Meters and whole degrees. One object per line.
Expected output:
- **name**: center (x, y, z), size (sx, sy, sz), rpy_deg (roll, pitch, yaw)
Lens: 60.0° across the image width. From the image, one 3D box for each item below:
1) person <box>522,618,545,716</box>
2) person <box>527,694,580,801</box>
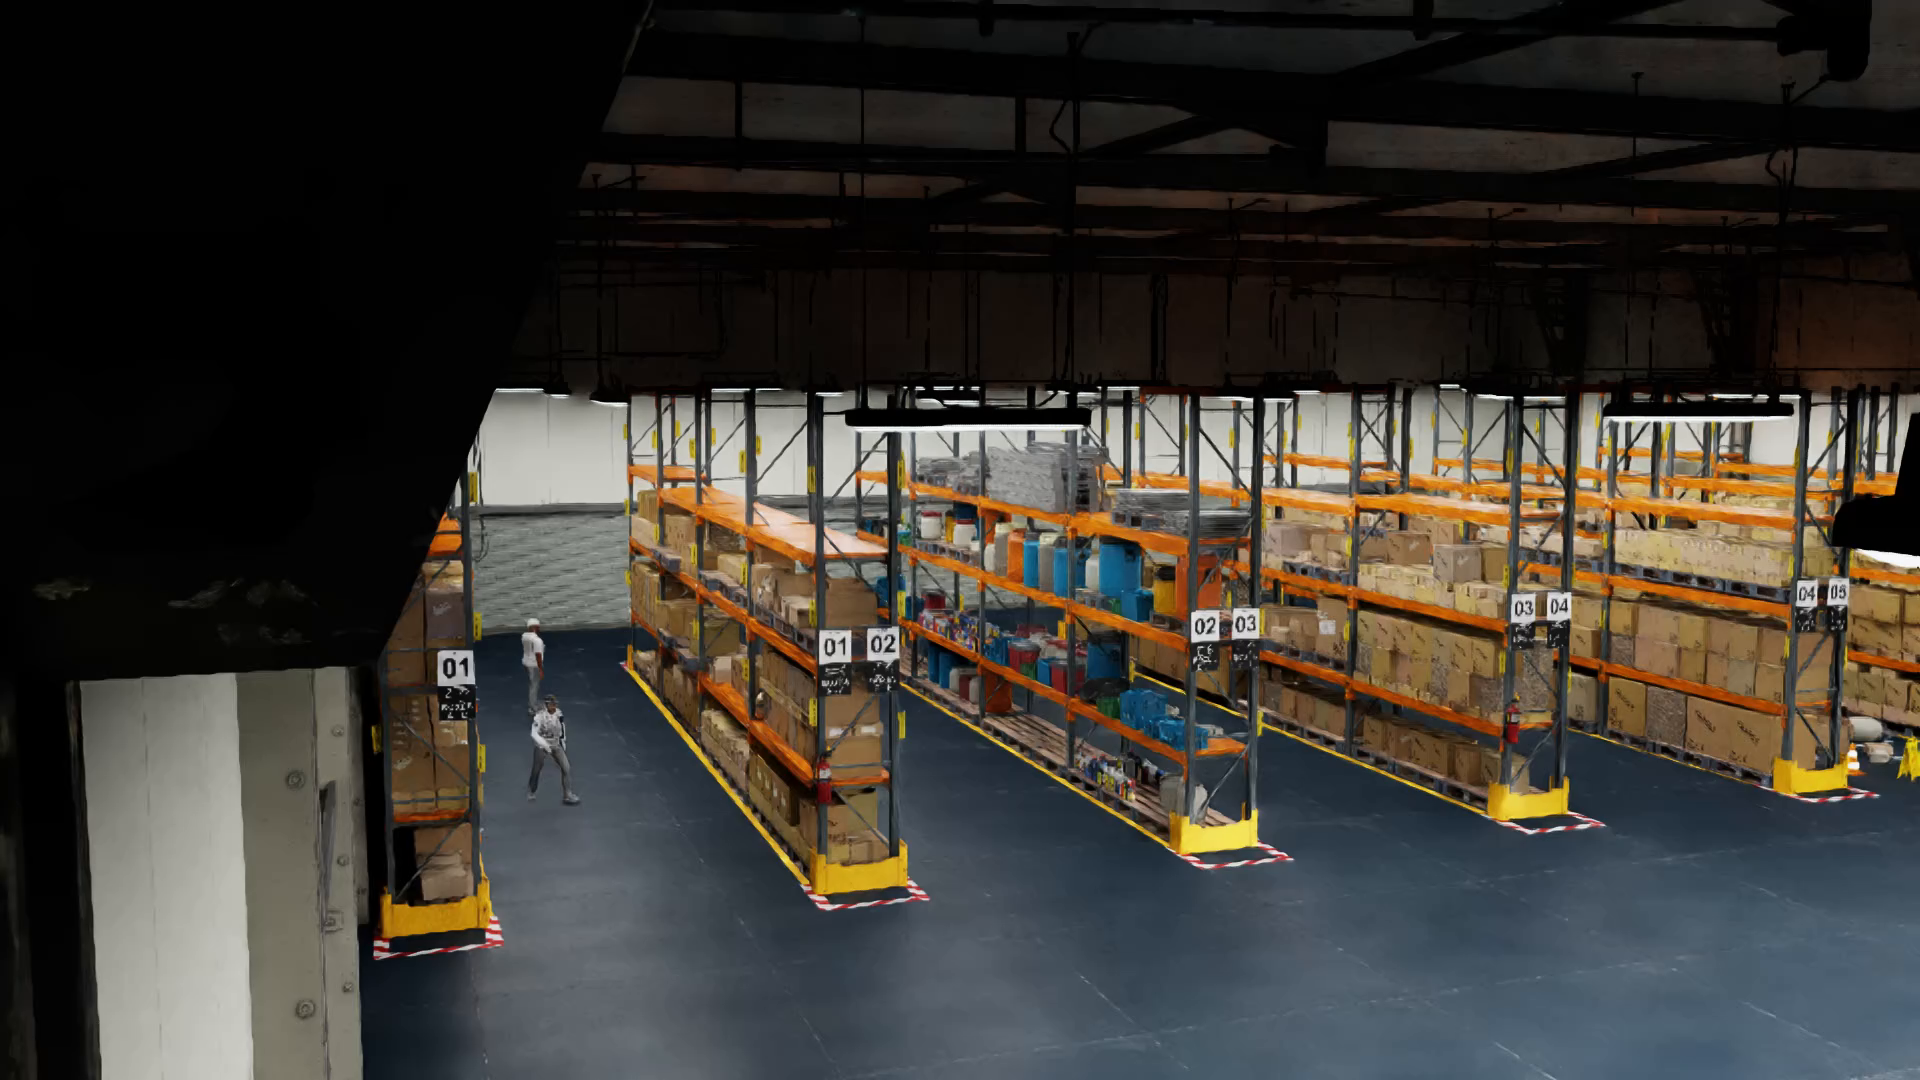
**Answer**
- **person**: center (-7.756, 2.292, 30.419), size (0.469, 1.766, 0.642), rpy_deg (-5, 8, -39)
- **person**: center (-6.009, 3.015, 24.318), size (0.639, 1.610, 0.807), rpy_deg (-4, 7, -35)
